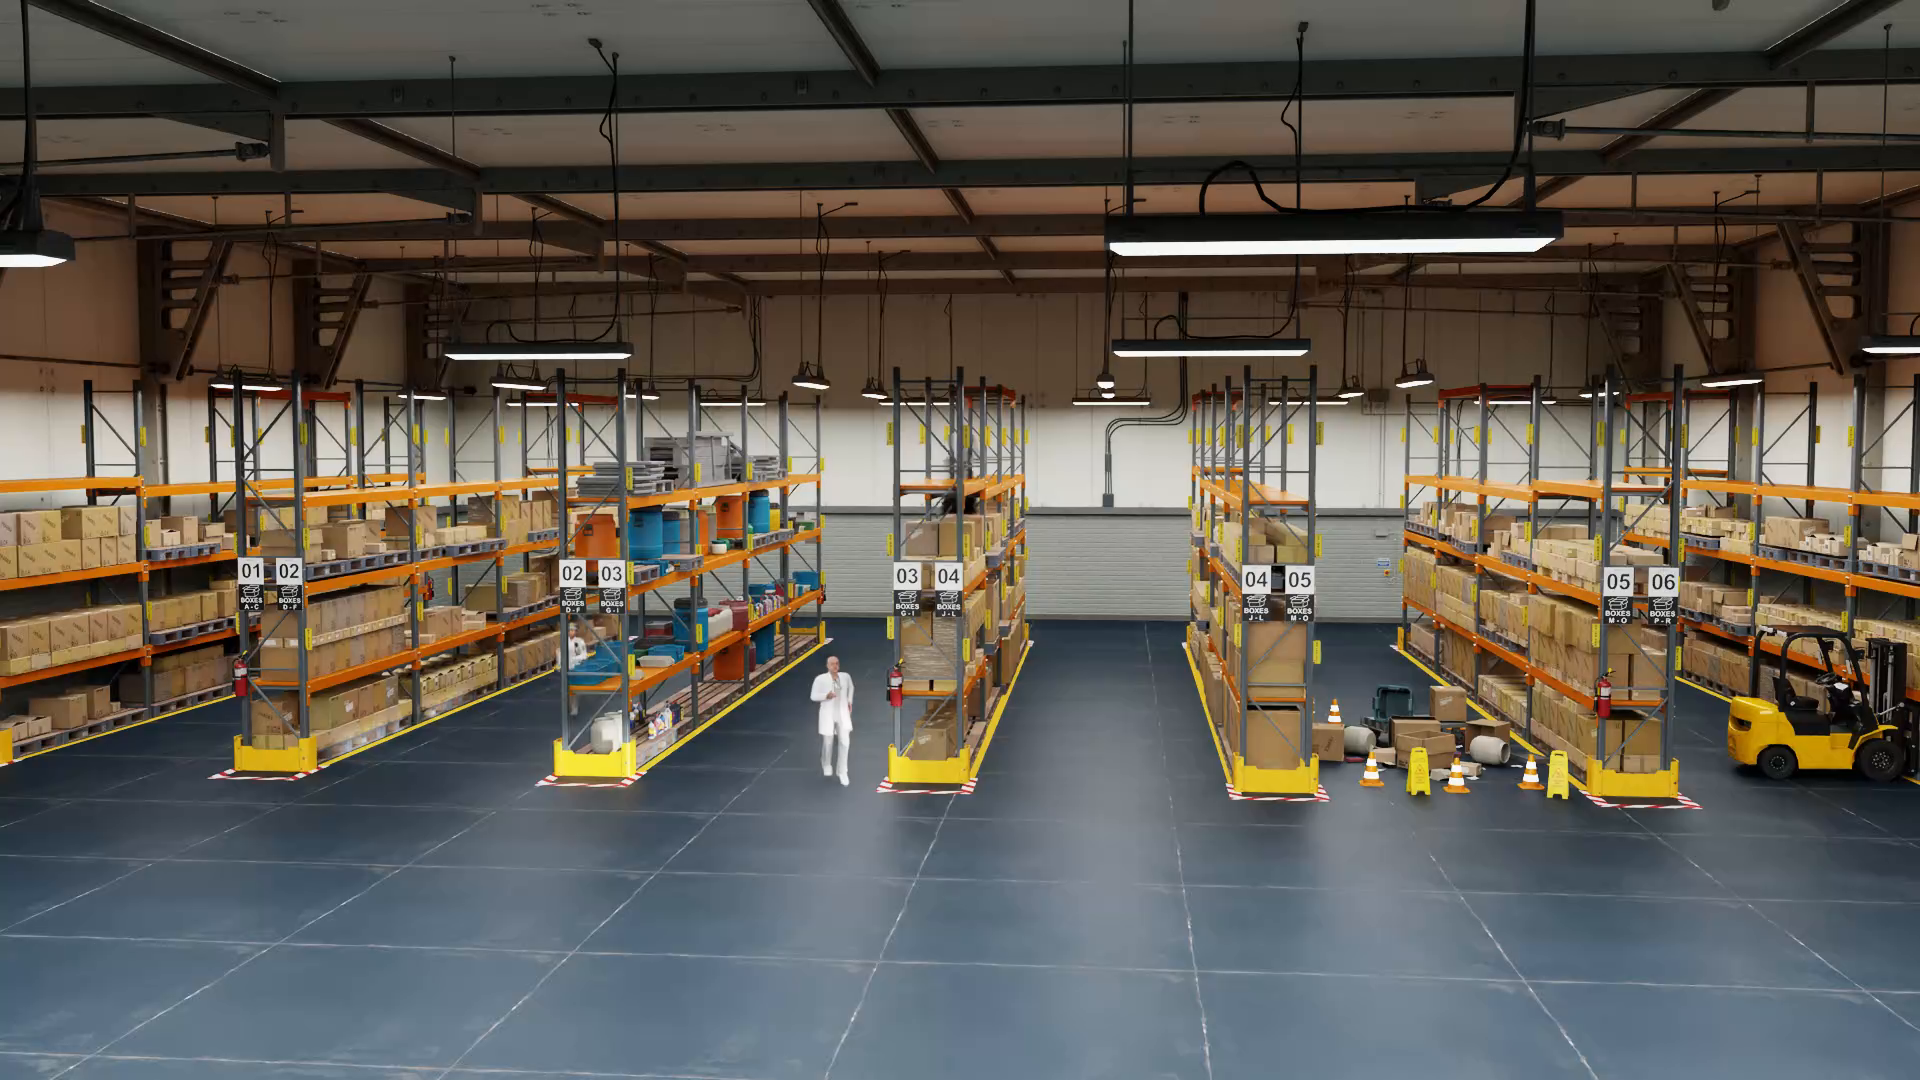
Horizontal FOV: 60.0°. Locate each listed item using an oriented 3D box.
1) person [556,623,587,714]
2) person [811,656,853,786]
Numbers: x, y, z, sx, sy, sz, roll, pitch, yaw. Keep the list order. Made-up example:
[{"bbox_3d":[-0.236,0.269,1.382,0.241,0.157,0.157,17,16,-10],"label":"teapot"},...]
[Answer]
[{"bbox_3d":[-6.977,2.308,29.796,0.593,1.655,0.616,0,4,-4],"label":"person"},{"bbox_3d":[-1.834,2.602,24.155,0.692,1.832,0.847,-1,4,-17],"label":"person"}]
